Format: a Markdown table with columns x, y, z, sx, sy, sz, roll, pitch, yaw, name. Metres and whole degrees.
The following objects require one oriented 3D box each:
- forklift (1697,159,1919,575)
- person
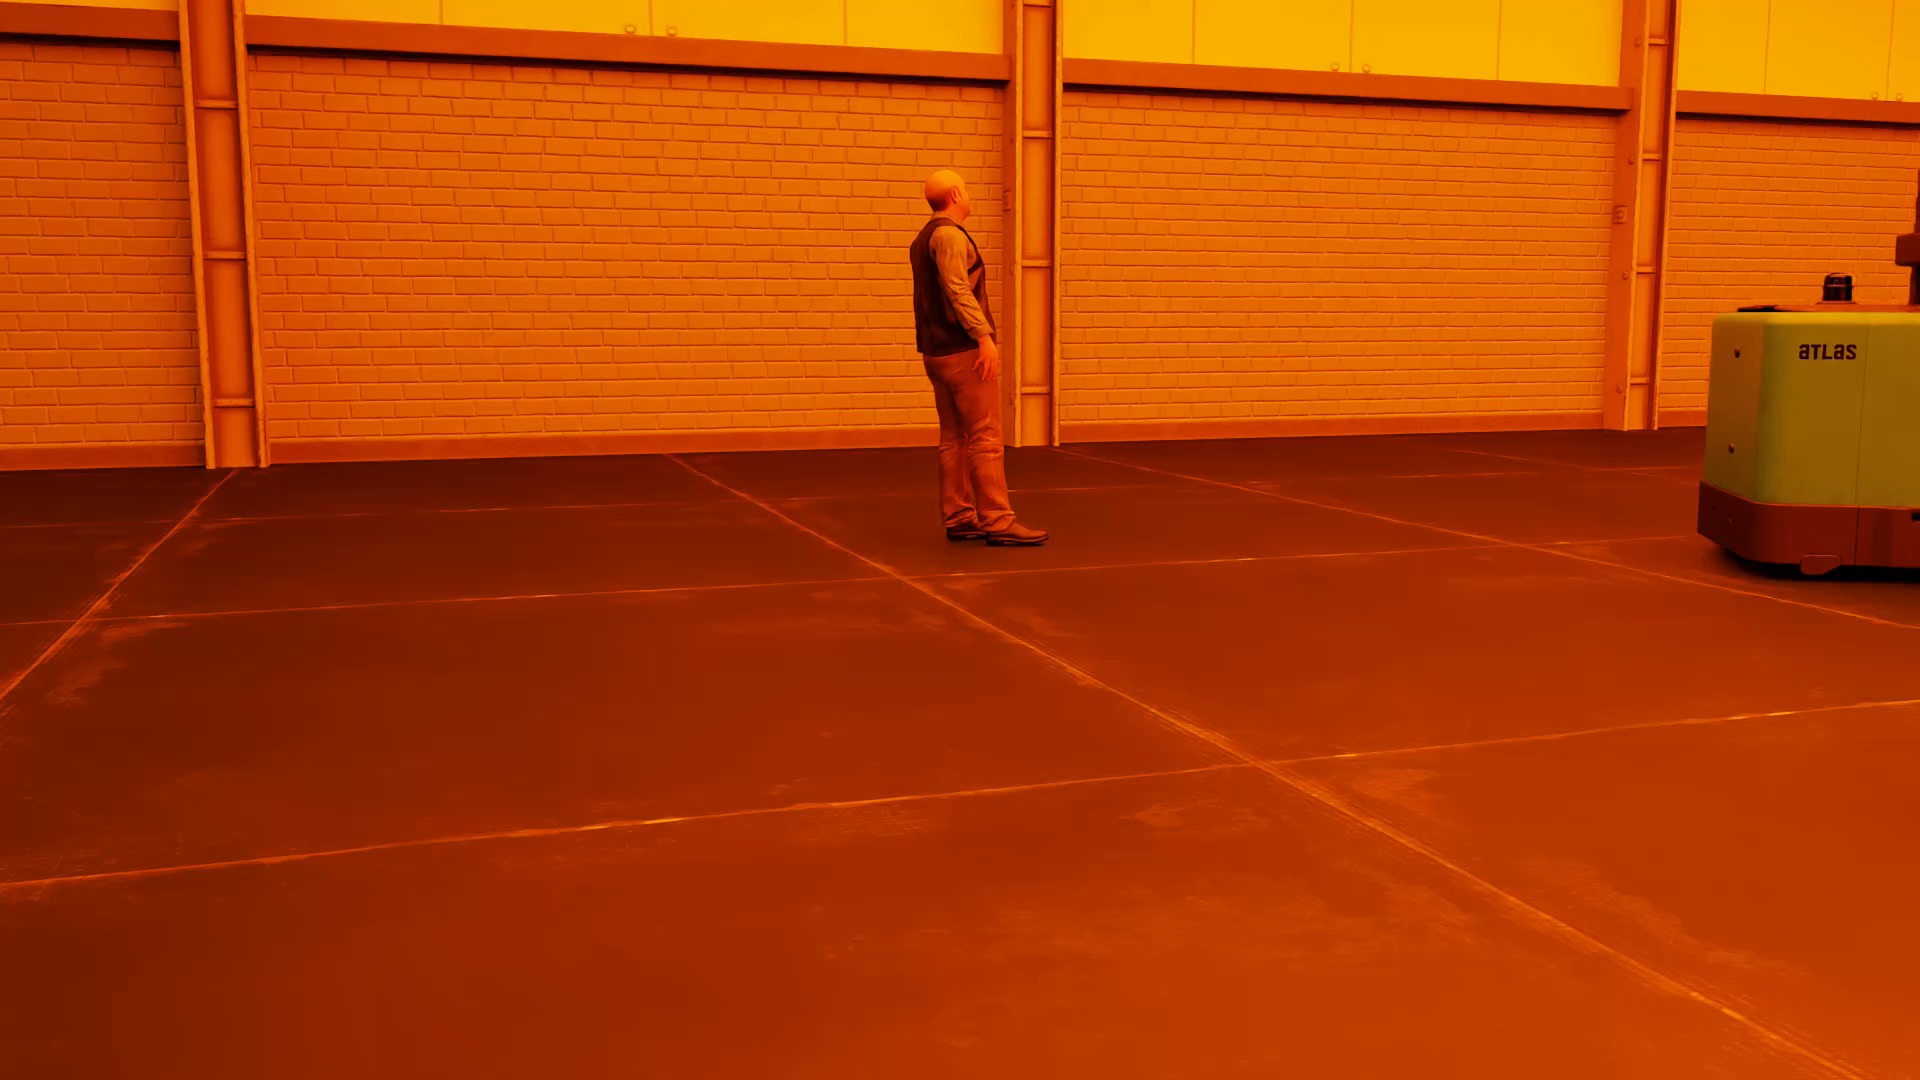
| x | y | z | sx | sy | sz | roll | pitch | yaw | name |
| --- | --- | --- | --- | --- | --- | --- | --- | --- | --- |
| 4.785 | -1.318 | 6.736 | 3.031 | 2.935 | 1.130 | 2 | 8 | 11 | forklift |
| 0.061 | -0.862 | 7.819 | 0.568 | 1.720 | 0.632 | -3 | 8 | -18 | person |
